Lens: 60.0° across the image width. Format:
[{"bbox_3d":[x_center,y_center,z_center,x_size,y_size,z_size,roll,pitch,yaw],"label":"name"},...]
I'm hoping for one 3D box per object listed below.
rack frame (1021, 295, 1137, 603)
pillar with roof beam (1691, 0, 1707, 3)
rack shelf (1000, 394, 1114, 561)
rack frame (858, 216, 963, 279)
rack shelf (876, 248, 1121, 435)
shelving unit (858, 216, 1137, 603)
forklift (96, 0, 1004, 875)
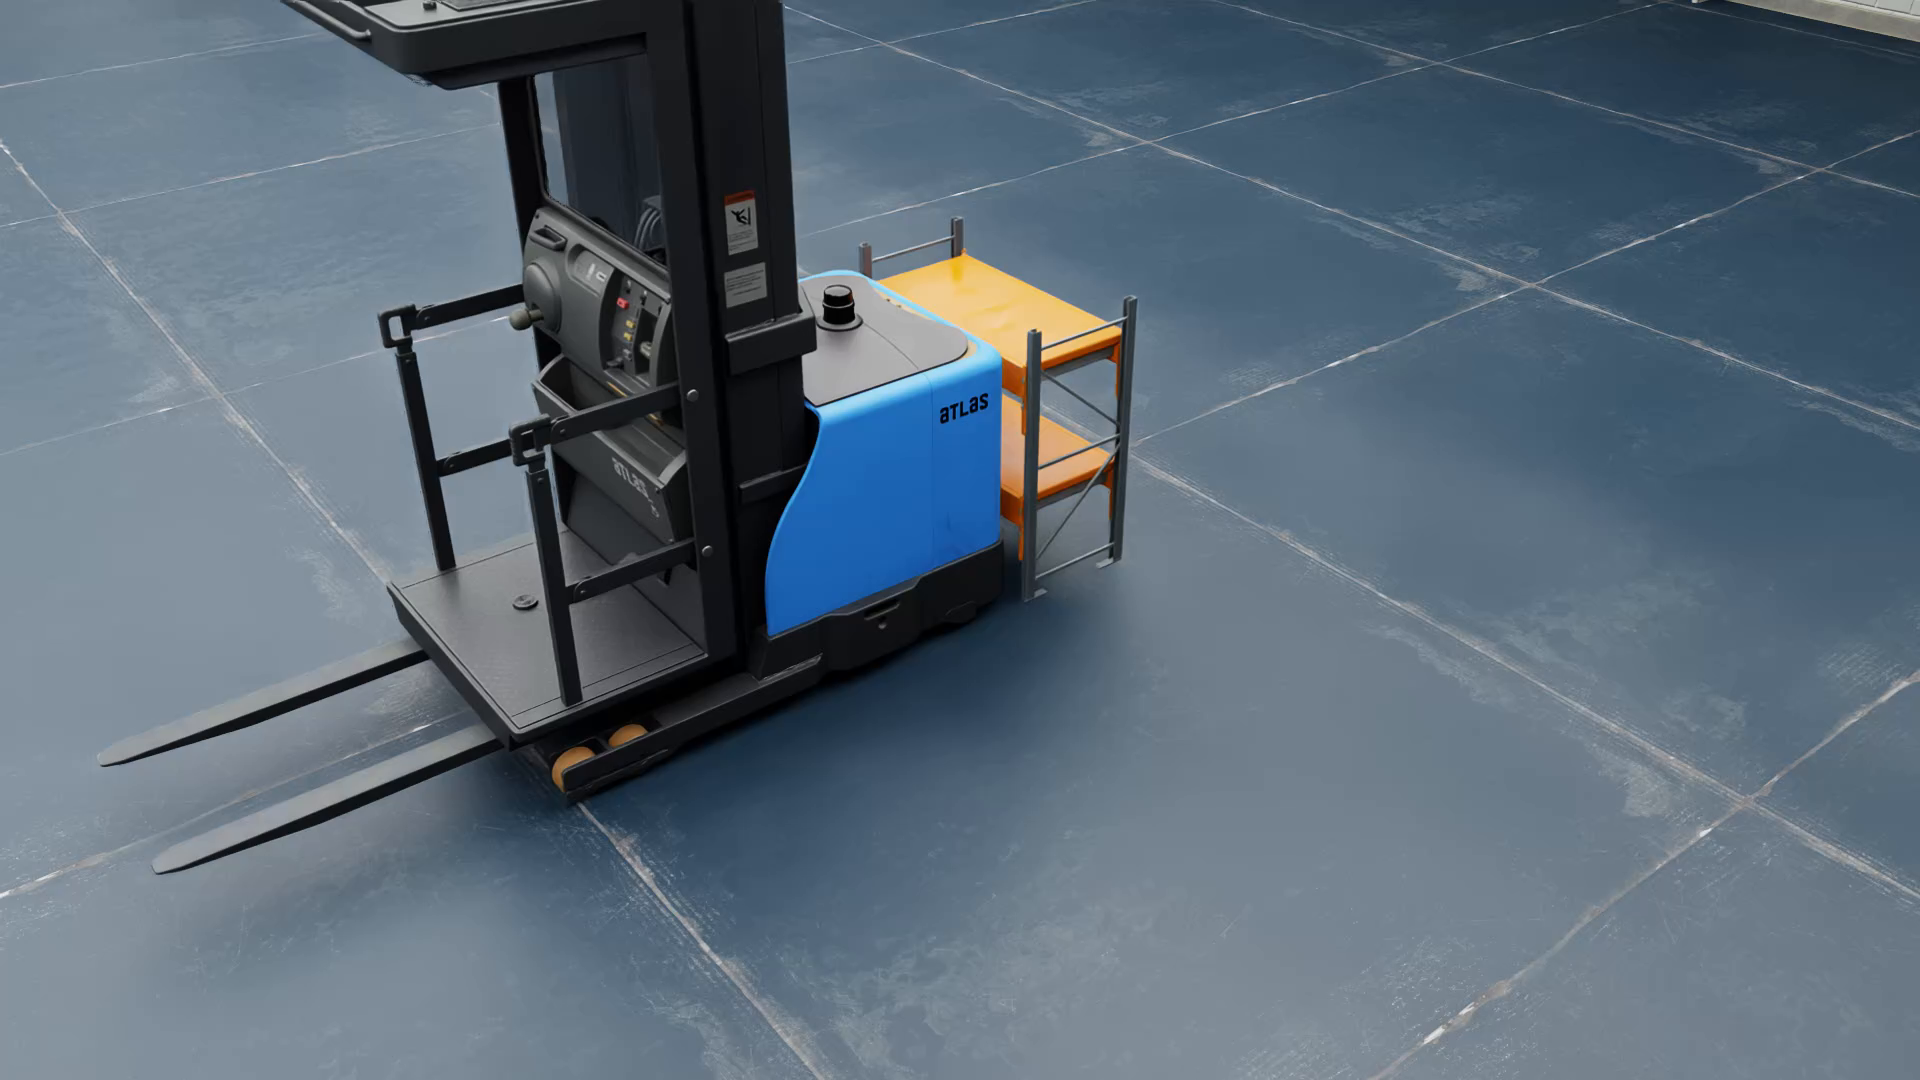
[{"bbox_3d":[0.439,-0.325,6.207,0.500,1.125,0.032,-23,38,-32],"label":"rack frame"},{"bbox_3d":[2.832,-7.100,9.653,9.100,9.000,0.400,-22,38,-31],"label":"pillar with roof beam"},{"bbox_3d":[0.123,-0.328,6.675,0.538,0.278,1.000,-23,38,-32],"label":"rack shelf"},{"bbox_3d":[-0.192,-0.746,6.885,0.500,1.125,0.032,-23,38,-32],"label":"rack frame"},{"bbox_3d":[0.123,-0.784,6.392,0.538,0.278,1.000,-23,38,-32],"label":"rack shelf"},{"bbox_3d":[0.123,-0.536,6.546,0.538,1.125,1.048,-23,38,-32],"label":"shelving unit"},{"bbox_3d":[-1.314,-0.721,5.133,3.031,2.935,1.130,-22,38,-31],"label":"forklift"}]
